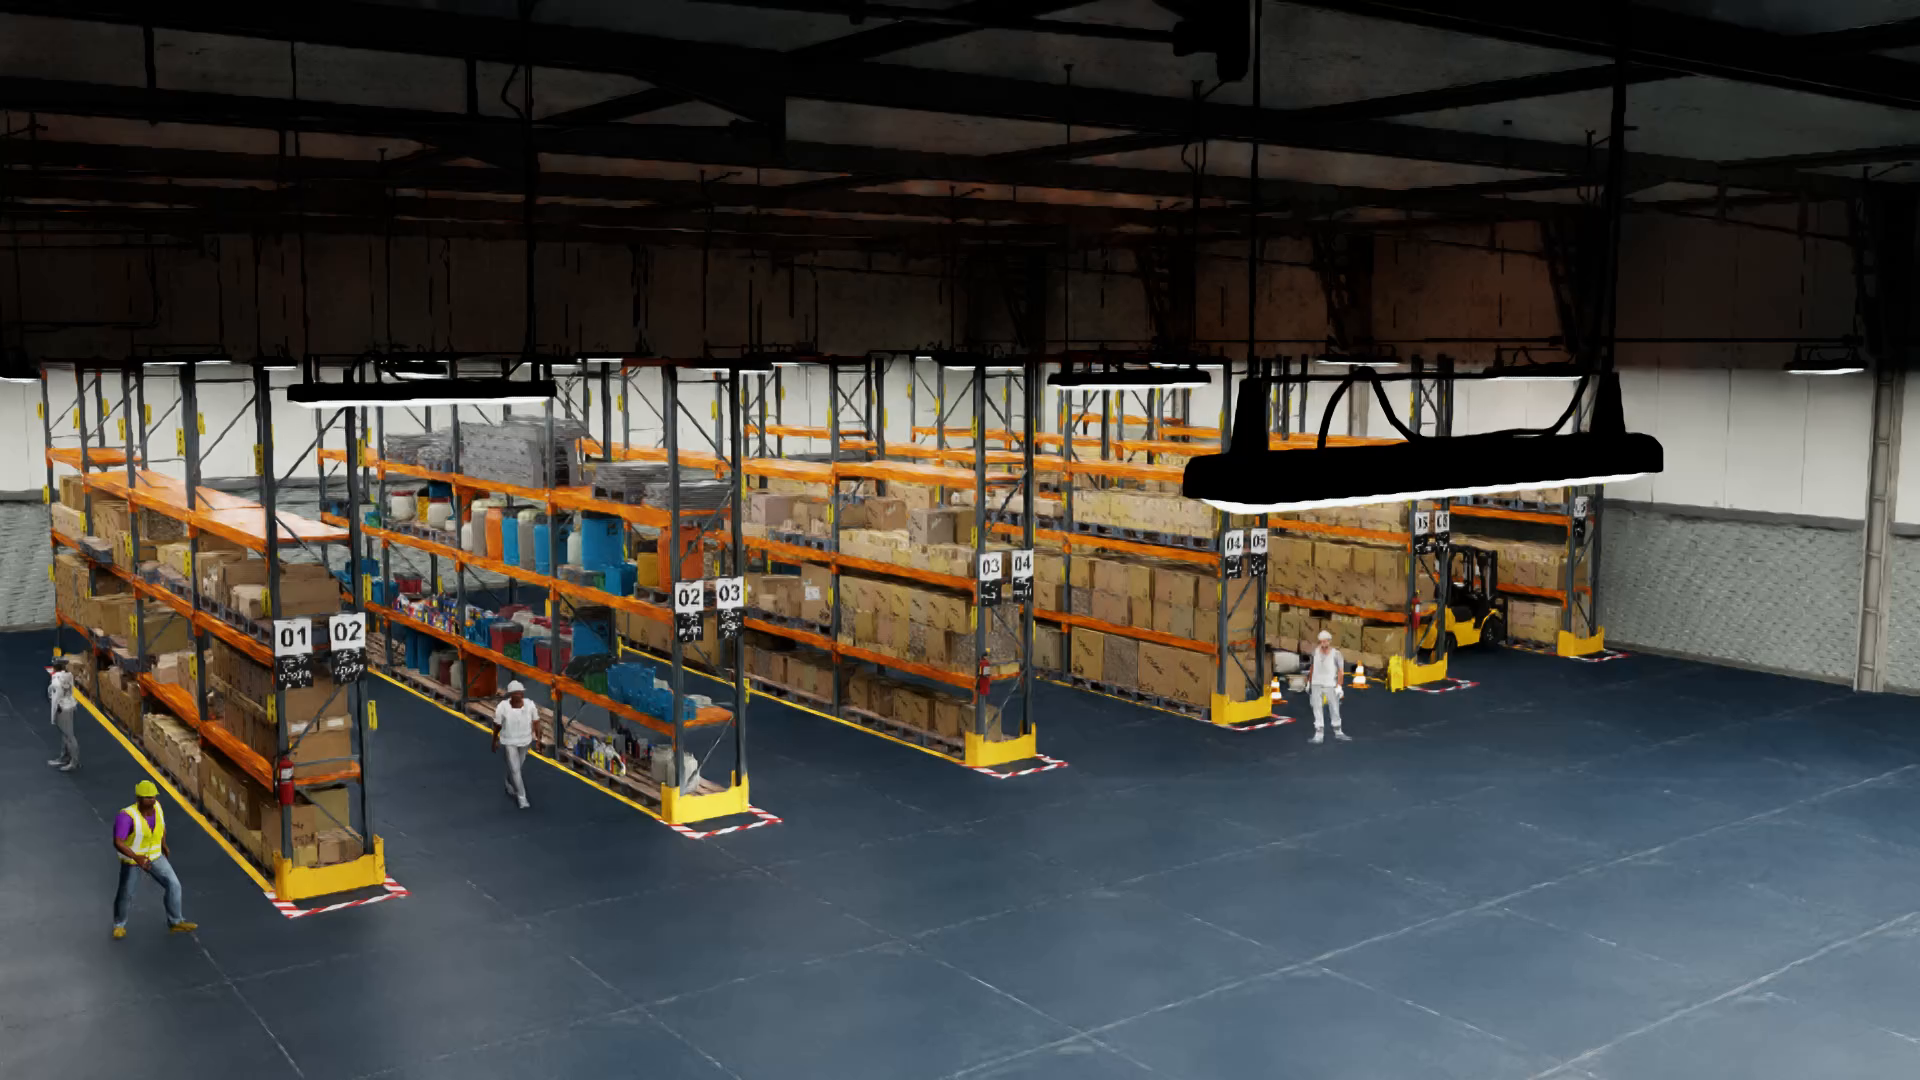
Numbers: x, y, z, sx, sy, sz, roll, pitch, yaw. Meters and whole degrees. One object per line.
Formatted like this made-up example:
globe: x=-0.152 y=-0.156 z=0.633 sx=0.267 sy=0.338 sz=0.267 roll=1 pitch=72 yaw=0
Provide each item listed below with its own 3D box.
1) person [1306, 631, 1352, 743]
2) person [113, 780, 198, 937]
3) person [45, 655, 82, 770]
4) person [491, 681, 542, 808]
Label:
person: x=5.816 y=2.309 z=26.234 sx=0.736 sy=1.788 sz=0.477 roll=3 pitch=8 yaw=25
person: x=-8.663 y=3.366 z=17.641 sx=0.792 sy=1.698 sz=0.706 roll=4 pitch=8 yaw=33
person: x=-13.311 y=2.538 z=24.635 sx=0.545 sy=1.667 sz=0.572 roll=-1 pitch=7 yaw=-7
person: x=-6.041 y=2.756 z=22.752 sx=0.589 sy=1.716 sz=1.043 roll=-5 pitch=9 yaw=-37
